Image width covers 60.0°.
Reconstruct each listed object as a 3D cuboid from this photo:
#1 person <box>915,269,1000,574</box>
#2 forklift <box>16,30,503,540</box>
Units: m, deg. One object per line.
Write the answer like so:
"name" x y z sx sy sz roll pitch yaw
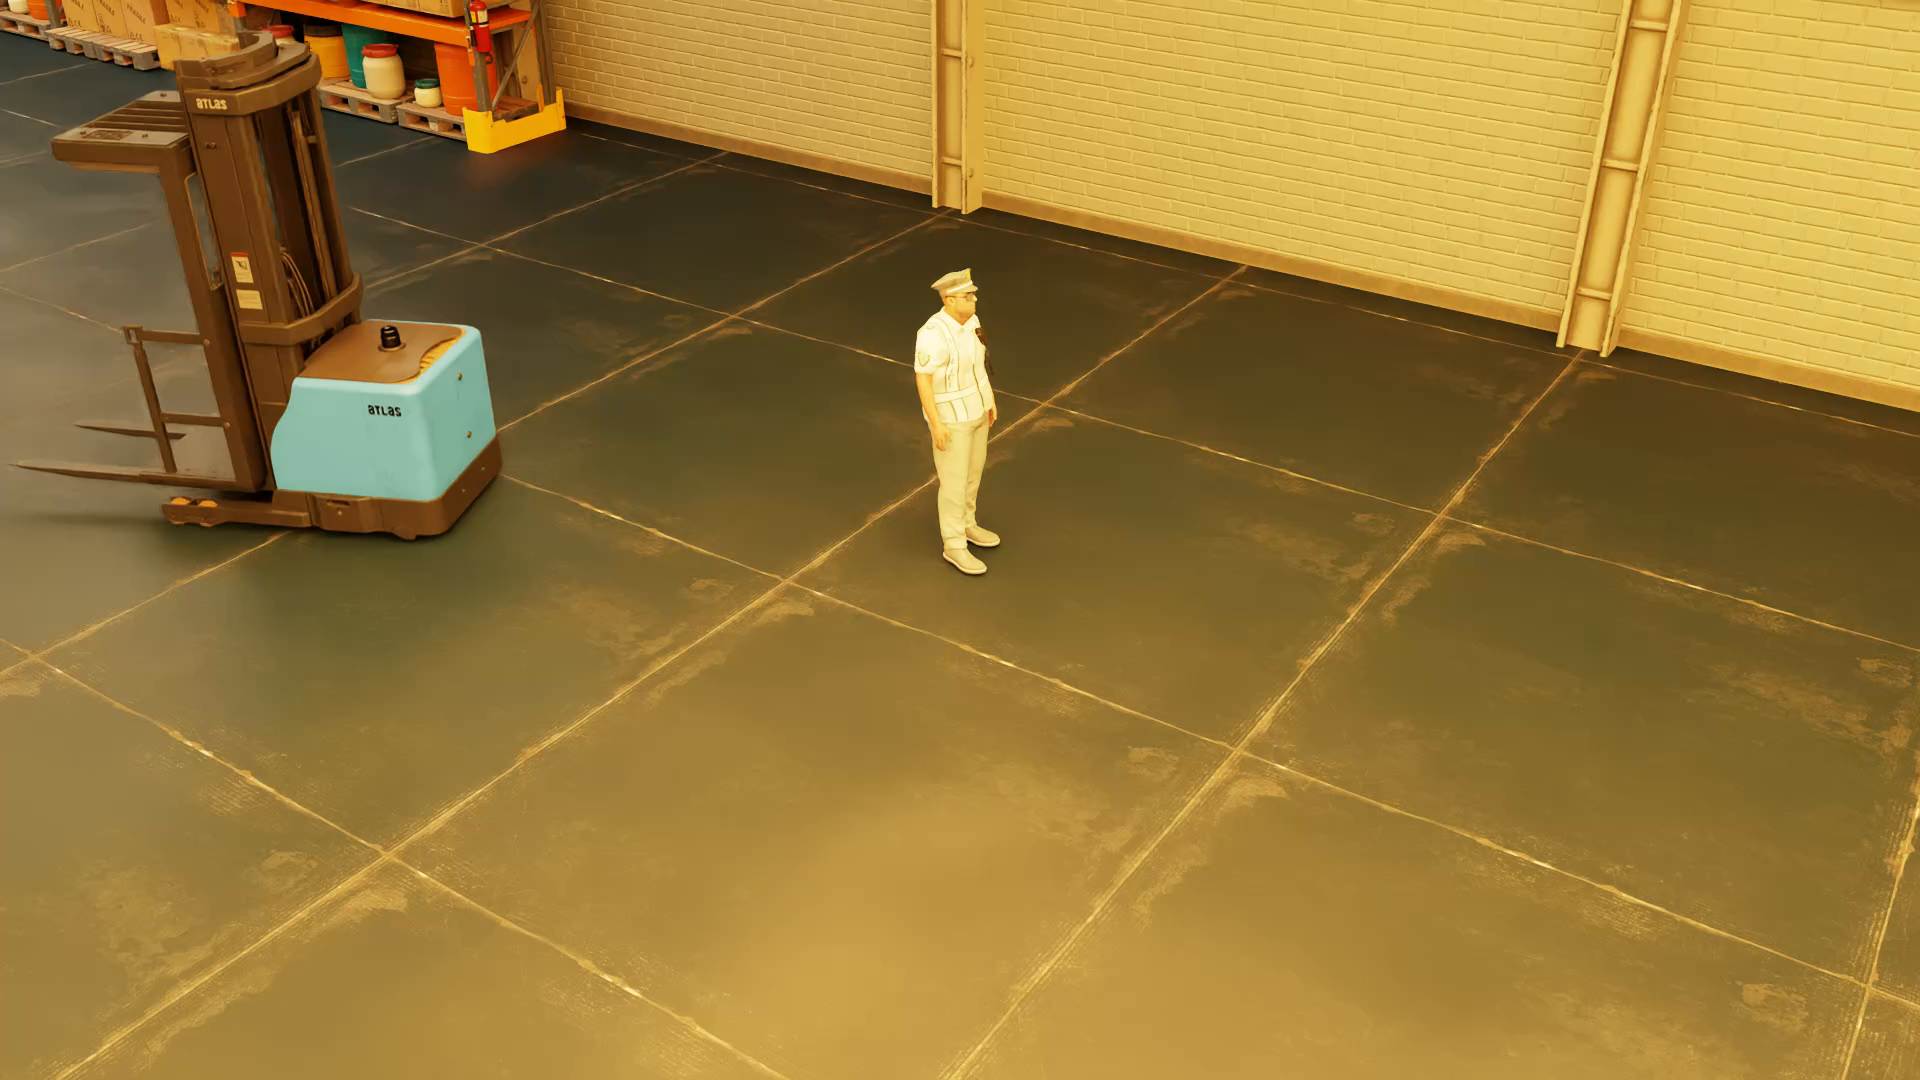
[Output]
"person" 0.057 -0.750 10.003 0.575 1.781 0.640 19 35 29
"forklift" -4.645 -1.608 10.351 3.031 2.935 1.130 5 30 8
